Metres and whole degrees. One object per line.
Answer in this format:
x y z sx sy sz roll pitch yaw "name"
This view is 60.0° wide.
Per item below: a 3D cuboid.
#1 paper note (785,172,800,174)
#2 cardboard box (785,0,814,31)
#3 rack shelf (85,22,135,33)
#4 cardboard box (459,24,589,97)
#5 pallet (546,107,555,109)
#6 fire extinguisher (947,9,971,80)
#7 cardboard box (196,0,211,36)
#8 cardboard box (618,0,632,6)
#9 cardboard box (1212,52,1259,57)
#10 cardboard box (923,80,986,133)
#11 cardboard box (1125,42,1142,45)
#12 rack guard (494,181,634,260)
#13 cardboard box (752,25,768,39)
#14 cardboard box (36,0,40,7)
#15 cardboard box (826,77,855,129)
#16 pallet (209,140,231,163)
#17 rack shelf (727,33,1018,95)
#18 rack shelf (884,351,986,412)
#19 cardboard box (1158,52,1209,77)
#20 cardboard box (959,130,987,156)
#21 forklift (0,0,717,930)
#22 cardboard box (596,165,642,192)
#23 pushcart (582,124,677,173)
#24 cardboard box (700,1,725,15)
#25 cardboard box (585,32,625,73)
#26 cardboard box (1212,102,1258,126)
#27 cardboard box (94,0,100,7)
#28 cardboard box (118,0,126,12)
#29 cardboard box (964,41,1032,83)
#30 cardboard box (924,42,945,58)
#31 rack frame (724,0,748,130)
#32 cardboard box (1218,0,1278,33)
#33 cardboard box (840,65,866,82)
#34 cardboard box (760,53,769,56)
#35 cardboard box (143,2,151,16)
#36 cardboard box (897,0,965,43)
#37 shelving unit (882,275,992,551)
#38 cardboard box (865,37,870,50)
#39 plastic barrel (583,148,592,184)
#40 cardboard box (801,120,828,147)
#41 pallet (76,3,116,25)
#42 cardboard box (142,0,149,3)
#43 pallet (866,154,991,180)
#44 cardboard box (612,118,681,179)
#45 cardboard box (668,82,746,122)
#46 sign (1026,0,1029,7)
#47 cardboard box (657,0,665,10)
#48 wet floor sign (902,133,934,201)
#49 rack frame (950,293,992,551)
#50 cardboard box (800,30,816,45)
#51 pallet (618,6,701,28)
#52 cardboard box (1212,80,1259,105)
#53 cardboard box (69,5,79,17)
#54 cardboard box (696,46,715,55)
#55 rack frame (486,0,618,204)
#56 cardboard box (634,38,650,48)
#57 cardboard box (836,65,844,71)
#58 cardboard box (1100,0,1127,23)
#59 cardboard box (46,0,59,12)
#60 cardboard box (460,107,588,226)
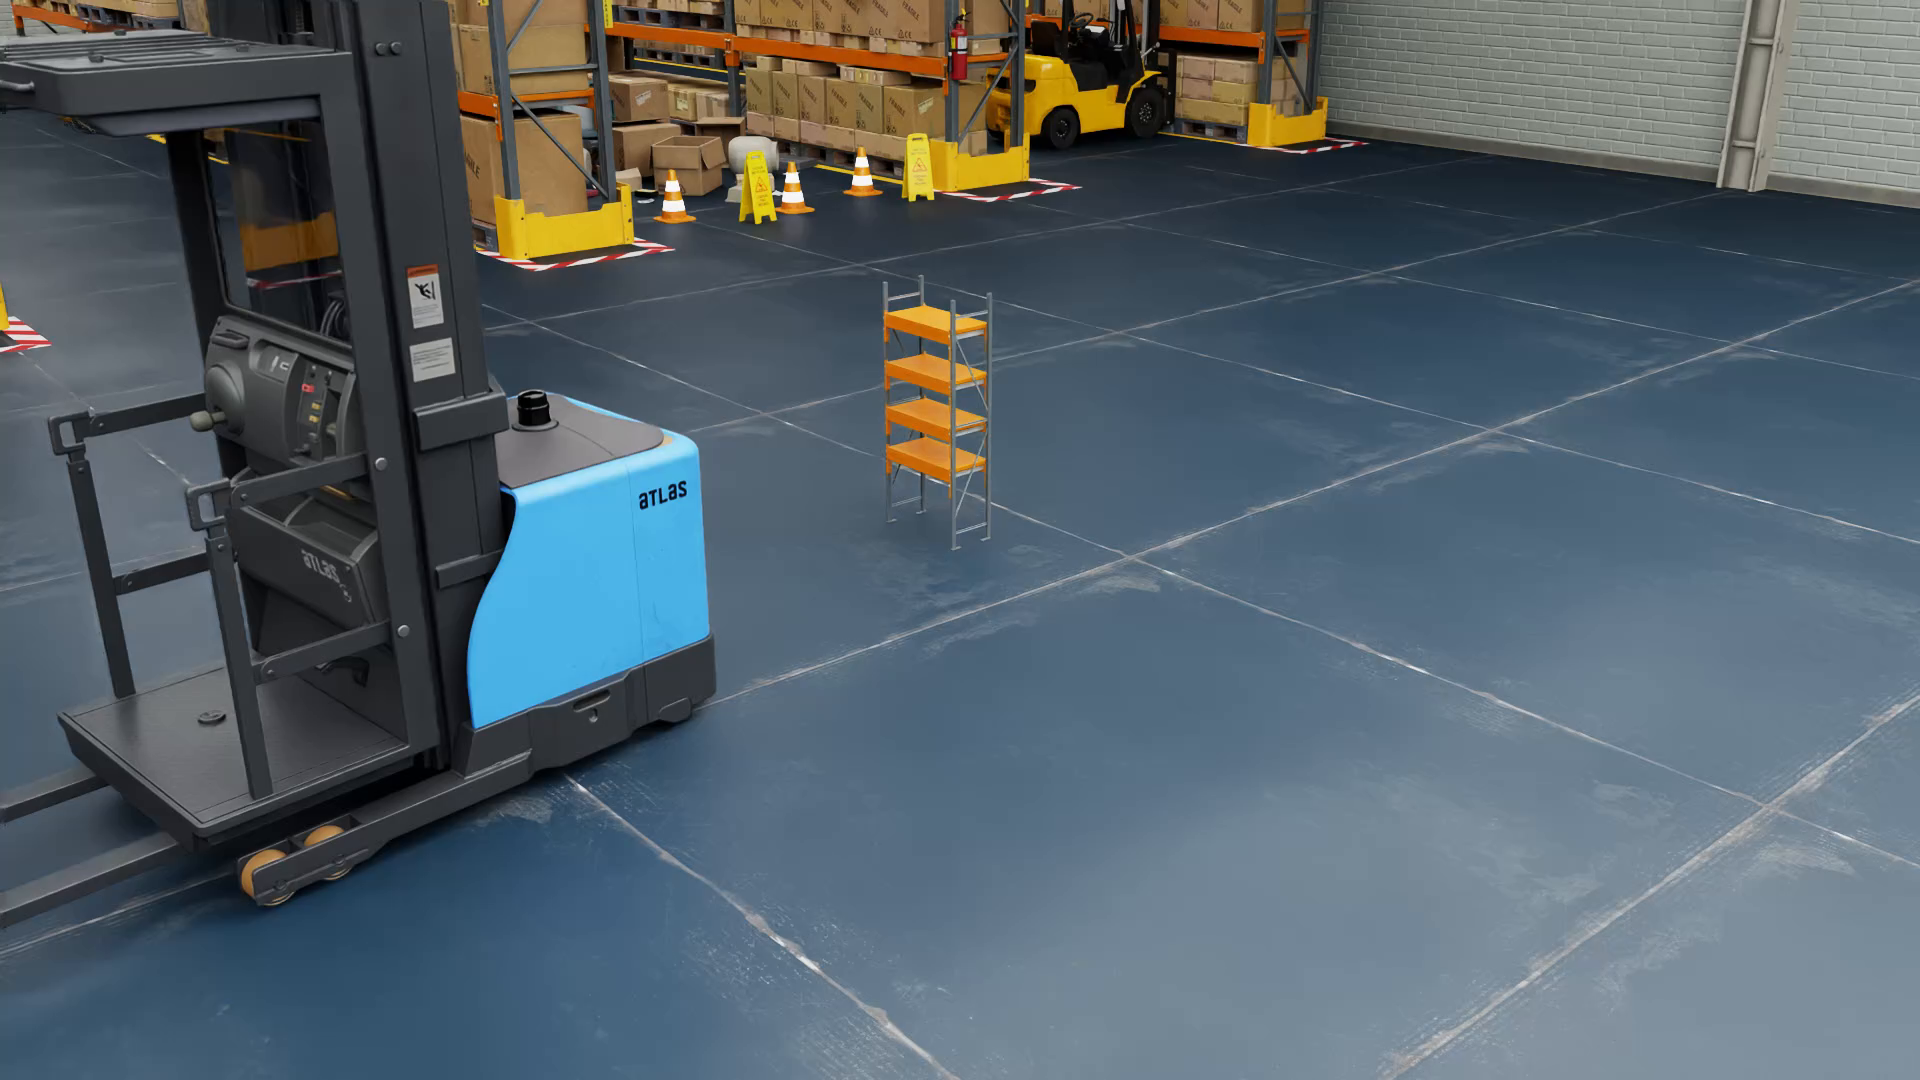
-1.845 -4.021 18.209 0.148 0.019 0.142 12 24 27 "paper note"
-1.610 -5.973 18.577 0.500 0.500 0.500 -18 28 -38 "cardboard box"
-9.950 -6.368 21.115 1.077 0.370 4.000 -17 27 -37 "rack shelf"
-3.699 -4.101 14.137 0.875 0.550 0.550 -17 27 -37 "cardboard box"
-5.418 -6.294 23.763 1.003 0.211 1.213 -17 27 -37 "pallet"
-0.013 -4.969 16.663 0.296 0.674 0.183 -17 27 -37 "fire extinguisher"
-8.222 -5.868 18.717 0.500 0.500 0.500 -18 28 -38 "cardboard box"
-4.206 -6.999 21.510 0.380 0.149 0.250 -16 26 -34 "cardboard box"
3.520 -6.025 21.076 0.500 0.250 0.500 -17 27 -37 "cardboard box"
-0.071 -4.706 18.051 0.500 0.500 0.500 -19 28 -39 "cardboard box"
2.218 -6.588 22.516 0.500 0.250 0.500 -18 28 -38 "cardboard box"
-3.407 -2.769 14.369 1.175 0.500 0.348 -17 27 -37 "rack guard"
-2.183 -5.913 19.313 0.380 0.149 0.250 -16 27 -36 "cardboard box"
-13.298 -7.889 24.358 0.380 0.149 0.250 -16 26 -35 "cardboard box"
-1.126 -4.854 18.431 0.500 0.500 0.500 -18 28 -39 "cardboard box"
-8.187 -4.616 19.480 1.003 0.211 1.213 -17 27 -37 "pallet"
-1.044 -5.364 18.552 1.077 0.370 4.000 -17 27 -37 "rack shelf"
-0.108 -0.750 7.825 0.258 0.148 0.480 -17 27 -37 "rack shelf"
2.808 -6.039 21.114 0.500 0.250 0.500 -17 27 -37 "cardboard box"
-0.056 -4.350 18.172 0.500 0.250 0.500 -18 28 -38 "cardboard box"
-2.294 -0.451 5.117 1.130 2.935 3.031 19 28 39 "forklift"
-3.516 -3.735 17.157 0.396 0.266 0.258 -12 25 -28 "cardboard box"
-4.044 -4.474 18.888 0.936 0.377 1.648 12 24 27 "pushcart"
-2.894 -6.406 19.996 0.380 0.149 0.250 -17 27 -37 "cardboard box"
-5.348 -6.773 23.501 0.875 0.875 0.875 -18 28 -38 "cardboard box"
3.473 -5.299 20.594 0.500 0.250 0.500 -17 27 -37 "cardboard box"
-10.838 -6.901 21.258 0.380 0.149 0.250 -17 27 -37 "cardboard box"
-10.148 -6.611 20.519 0.380 0.149 0.250 -16 27 -36 "cardboard box"
0.559 -6.881 24.121 0.875 0.625 0.625 -18 28 -38 "cardboard box"
-0.145 -5.081 17.189 0.380 0.149 0.250 -16 27 -36 "cardboard box"
-2.349 -6.251 19.831 1.000 3.000 0.127 -17 27 -37 "rack frame"
3.499 -6.449 20.199 0.500 0.500 0.500 -18 28 -39 "cardboard box"
-1.082 -5.101 18.170 0.380 0.149 0.250 -16 27 -35 "cardboard box"
-2.991 -8.205 27.671 0.500 0.500 0.500 -18 28 -39 "cardboard box"
-9.475 -6.324 19.787 0.380 0.149 0.250 -18 27 -38 "cardboard box"
-0.301 -5.415 17.153 0.500 0.500 0.500 -18 28 -38 "cardboard box"
-0.108 -0.604 7.882 0.258 1.200 0.503 -17 27 -37 "shelving unit"
-0.797 -5.369 17.924 0.380 0.149 0.250 -17 27 -37 "cardboard box"
-4.131 -3.897 17.353 0.512 0.421 0.421 0 21 -1 "plastic barrel"
-1.464 -4.648 18.934 0.500 0.250 0.500 -18 28 -38 "cardboard box"
-10.867 -6.920 21.802 1.003 0.211 1.213 -17 27 -37 "pallet"
-9.487 -6.469 19.747 0.380 0.149 0.250 -16 27 -35 "cardboard box"
-0.292 -4.102 18.166 1.003 0.211 1.213 -17 27 -37 "pallet"
-3.420 -4.186 17.795 0.797 0.637 0.503 -17 27 -37 "cardboard box"
-3.166 -5.565 21.107 0.950 0.372 0.625 -15 26 -34 "cardboard box"
0.672 -5.678 17.182 0.100 0.325 0.005 -17 27 -37 "sign"
-3.550 -6.692 20.724 0.380 0.149 0.250 -17 27 -37 "cardboard box"
-0.425 -3.743 16.655 0.267 0.644 0.232 -8 23 -19 "wet floor sign"
0.051 -0.537 7.710 0.240 1.200 0.015 -17 27 -37 "rack frame"
-1.559 -5.615 18.552 0.380 0.149 0.250 -17 27 -37 "cardboard box"
-3.637 -6.730 21.316 1.003 0.211 1.213 -17 27 -37 "pallet"
3.465 -5.537 20.516 0.500 0.250 0.500 -18 28 -38 "cardboard box"
-11.870 -7.207 22.615 0.380 0.149 0.250 -18 28 -39 "cardboard box"
-4.400 -8.596 29.152 0.380 0.149 0.250 -18 28 -39 "cardboard box"
-3.423 -3.940 13.930 1.000 3.000 0.127 -17 27 -37 "rack frame"
-5.569 -9.344 30.579 0.700 0.500 0.500 -16 27 -35 "cardboard box"
-1.427 -5.276 19.507 0.500 0.500 0.500 -17 27 -36 "cardboard box"
2.184 -7.016 21.647 0.500 0.500 0.500 -18 28 -38 "cardboard box"
-12.694 -7.576 23.559 0.380 0.149 0.250 -17 27 -36 "cardboard box"
-3.915 -3.318 14.679 0.875 0.875 0.875 -17 27 -37 "cardboard box"
